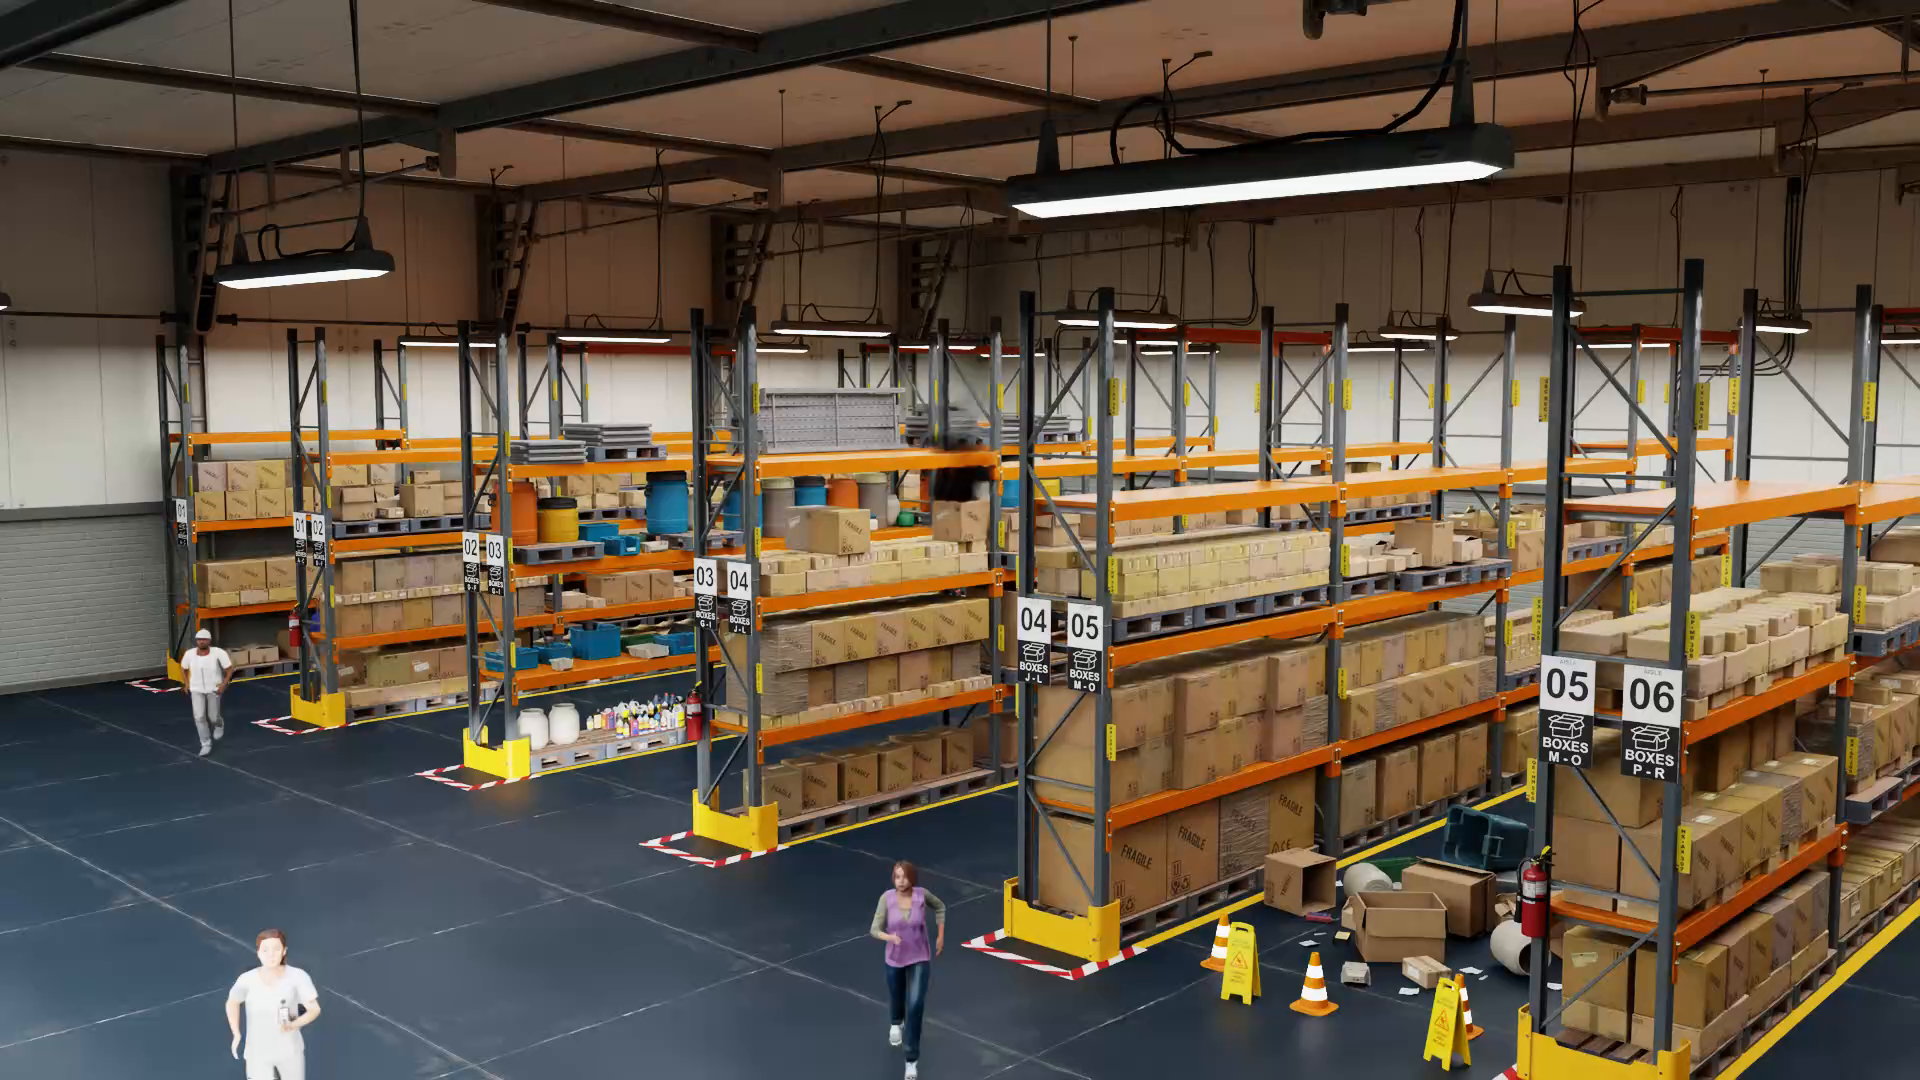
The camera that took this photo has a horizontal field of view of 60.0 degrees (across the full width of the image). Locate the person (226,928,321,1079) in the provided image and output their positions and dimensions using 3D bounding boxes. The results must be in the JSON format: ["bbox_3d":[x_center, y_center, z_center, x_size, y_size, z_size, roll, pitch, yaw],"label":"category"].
[{"bbox_3d":[-4.430,3.321,10.746,0.574,1.645,0.929,-2,6,-20],"label":"person"}]

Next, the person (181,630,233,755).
[{"bbox_3d":[-10.616,2.106,23.454,0.693,1.734,0.785,-1,6,-15],"label":"person"}]

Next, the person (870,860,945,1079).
[{"bbox_3d":[-0.390,3.192,12.564,0.547,1.632,0.847,0,5,3],"label":"person"}]

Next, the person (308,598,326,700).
[{"bbox_3d":[-10.416,1.776,27.180,0.576,1.652,0.921,3,6,29],"label":"person"}]
